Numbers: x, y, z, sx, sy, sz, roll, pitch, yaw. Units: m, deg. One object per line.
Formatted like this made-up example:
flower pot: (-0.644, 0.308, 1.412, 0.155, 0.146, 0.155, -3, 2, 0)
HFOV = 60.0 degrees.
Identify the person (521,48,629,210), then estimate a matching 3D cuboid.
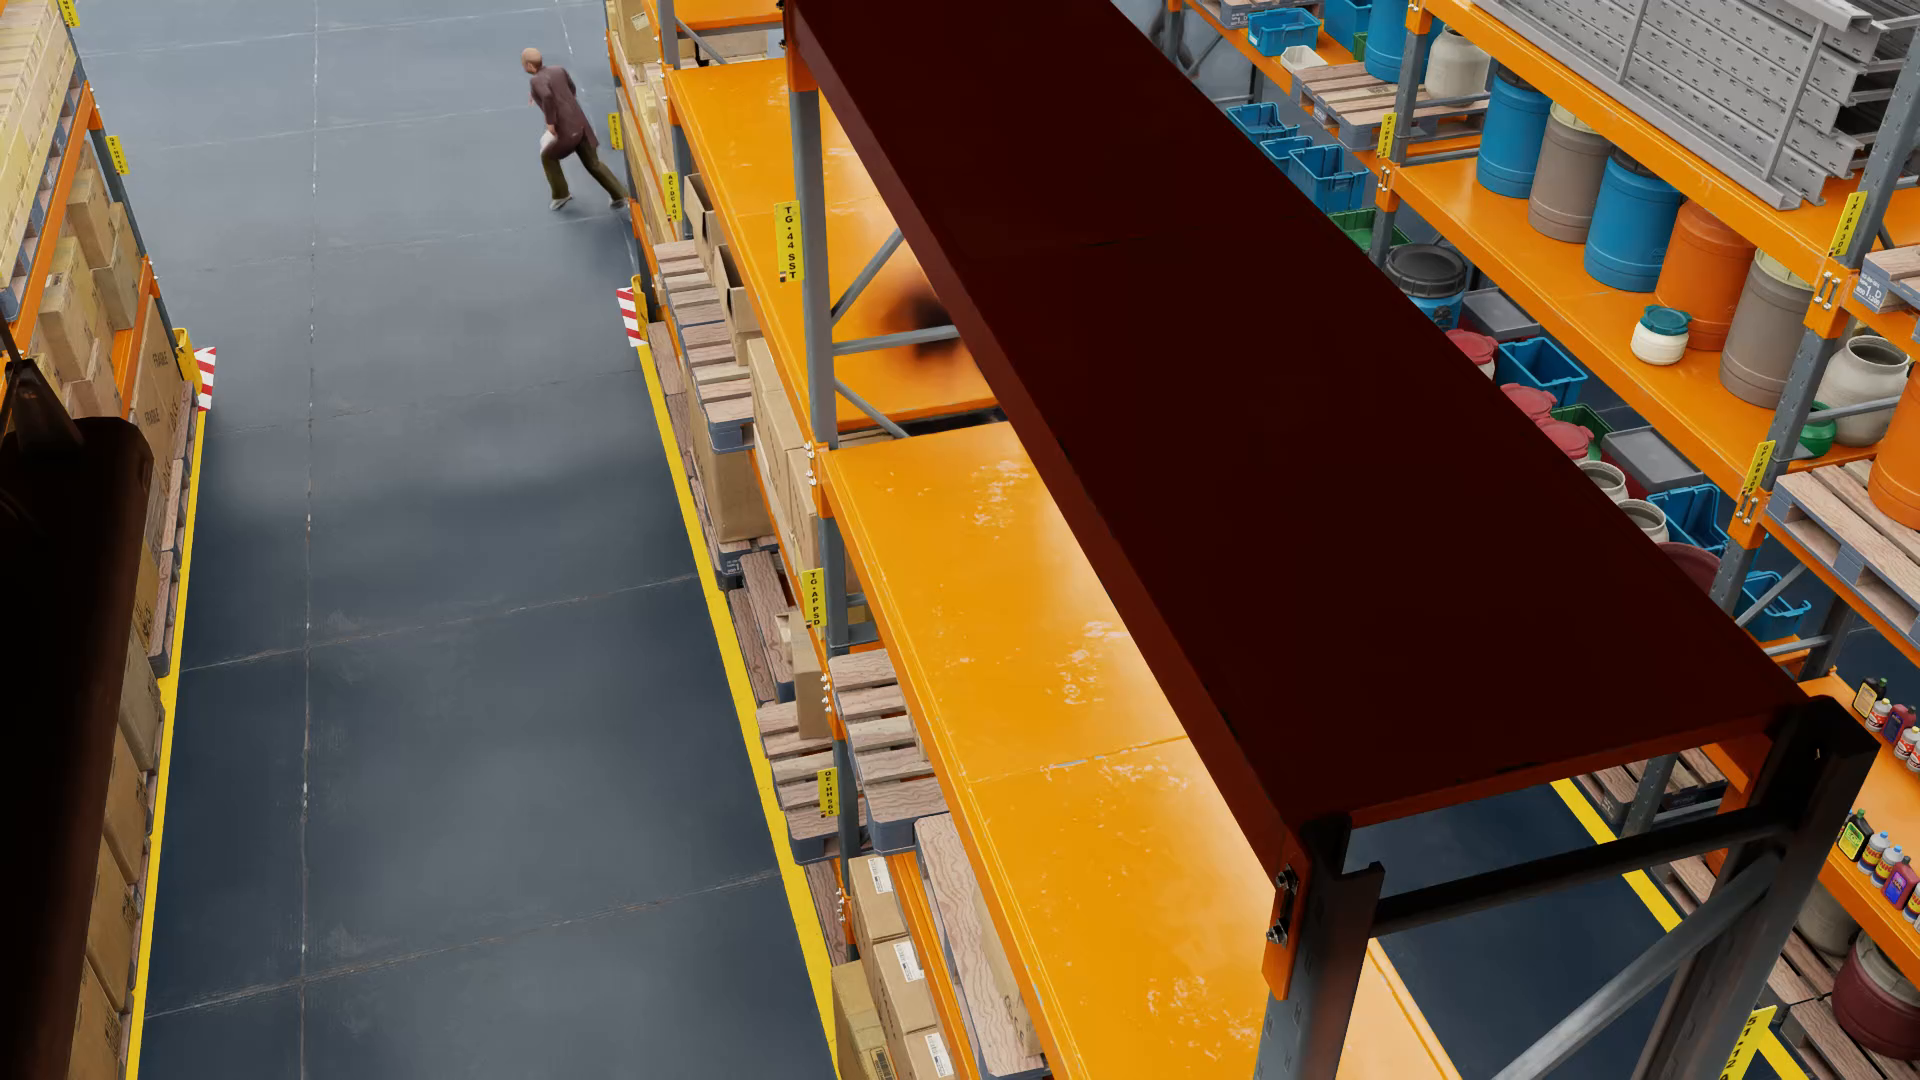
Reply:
person: (-3.827, -3.948, 16.586, 1.072, 1.628, 0.752, 13, 40, 16)

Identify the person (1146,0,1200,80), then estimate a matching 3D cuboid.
person: (2.438, -6.038, 19.136, 0.741, 1.716, 0.555, 3, 39, 4)
